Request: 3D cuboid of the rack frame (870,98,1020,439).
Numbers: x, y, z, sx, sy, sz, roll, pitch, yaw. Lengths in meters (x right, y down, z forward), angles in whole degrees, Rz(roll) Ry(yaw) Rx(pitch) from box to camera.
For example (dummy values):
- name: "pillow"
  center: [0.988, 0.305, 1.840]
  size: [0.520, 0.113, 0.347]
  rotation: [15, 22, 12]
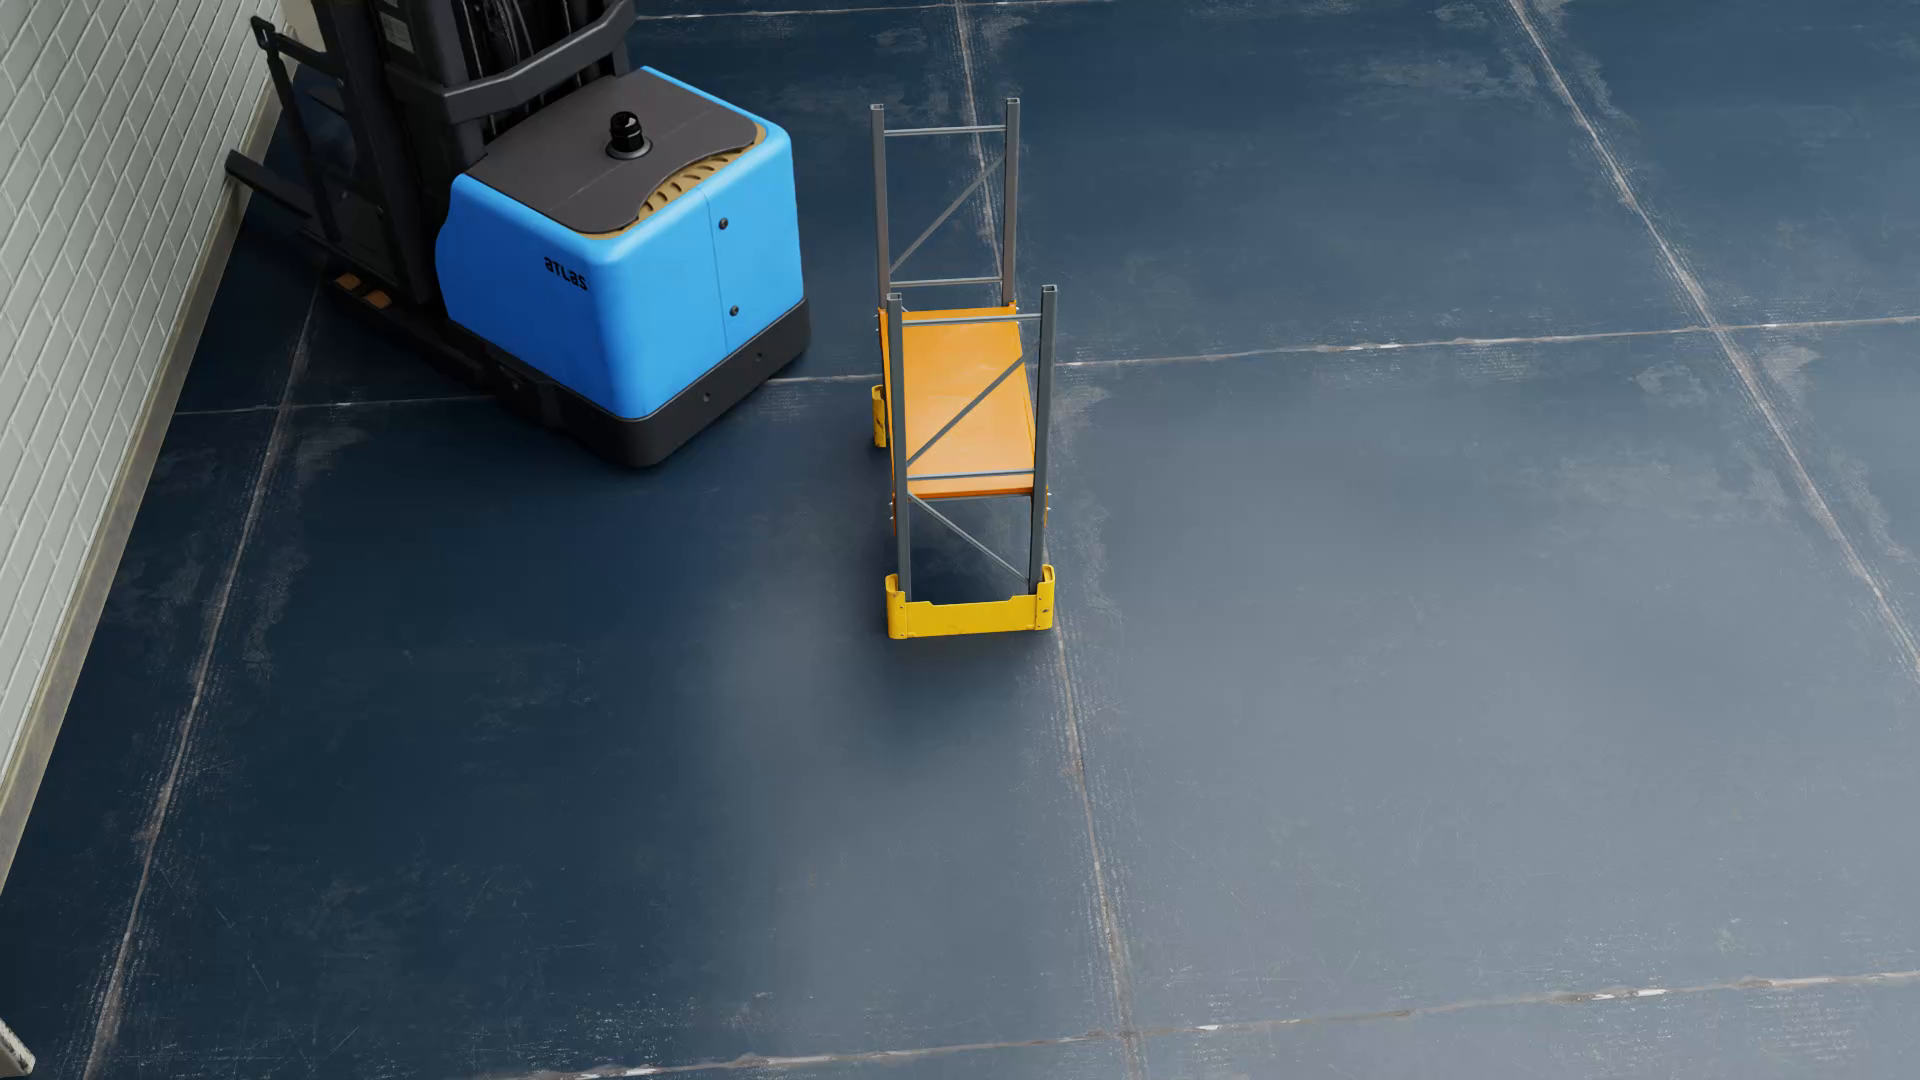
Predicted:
- name: "rack frame"
  center: [-0.050, -0.945, 6.112]
  size: [0.500, 1.500, 0.032]
  rotation: [-3, 47, -3]

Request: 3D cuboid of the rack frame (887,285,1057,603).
- name: "rack frame"
  center: [0.035, -0.210, 5.416]
  size: [0.500, 1.500, 0.032]
  rotation: [-3, 47, -3]

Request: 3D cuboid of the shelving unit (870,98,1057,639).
- name: "shelving unit"
  center: [-0.006, -0.571, 5.758]
  size: [0.587, 1.500, 1.083]
  rotation: [-3, 47, -3]

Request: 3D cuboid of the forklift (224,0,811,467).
- name: "forklift"
  center: [-2.098, -2.180, 6.296]
  size: [3.031, 2.935, 1.130]
  rotation: [29, 53, 25]

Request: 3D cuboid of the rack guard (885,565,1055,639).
- name: "rack guard"
  center: [0.035, 0.219, 5.870]
  size: [0.587, 0.250, 0.087]
  rotation: [-3, 47, -3]

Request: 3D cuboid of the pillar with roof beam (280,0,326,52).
- name: "pillar with roof beam"
  center: [0.967, -6.046, 5.778]
  size: [9.100, 9.000, 0.400]
  rotation: [-3, 47, -3]

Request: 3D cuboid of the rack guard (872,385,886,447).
- name: "rack guard"
  center: [-0.048, -0.501, 6.553]
  size: [0.587, 0.250, 0.087]
  rotation: [-3, 47, -3]

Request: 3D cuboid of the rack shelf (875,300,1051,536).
- name: "rack shelf"
  center: [-0.007, -0.454, 5.895]
  size: [0.538, 0.185, 1.000]
  rotation: [-3, 47, -3]
